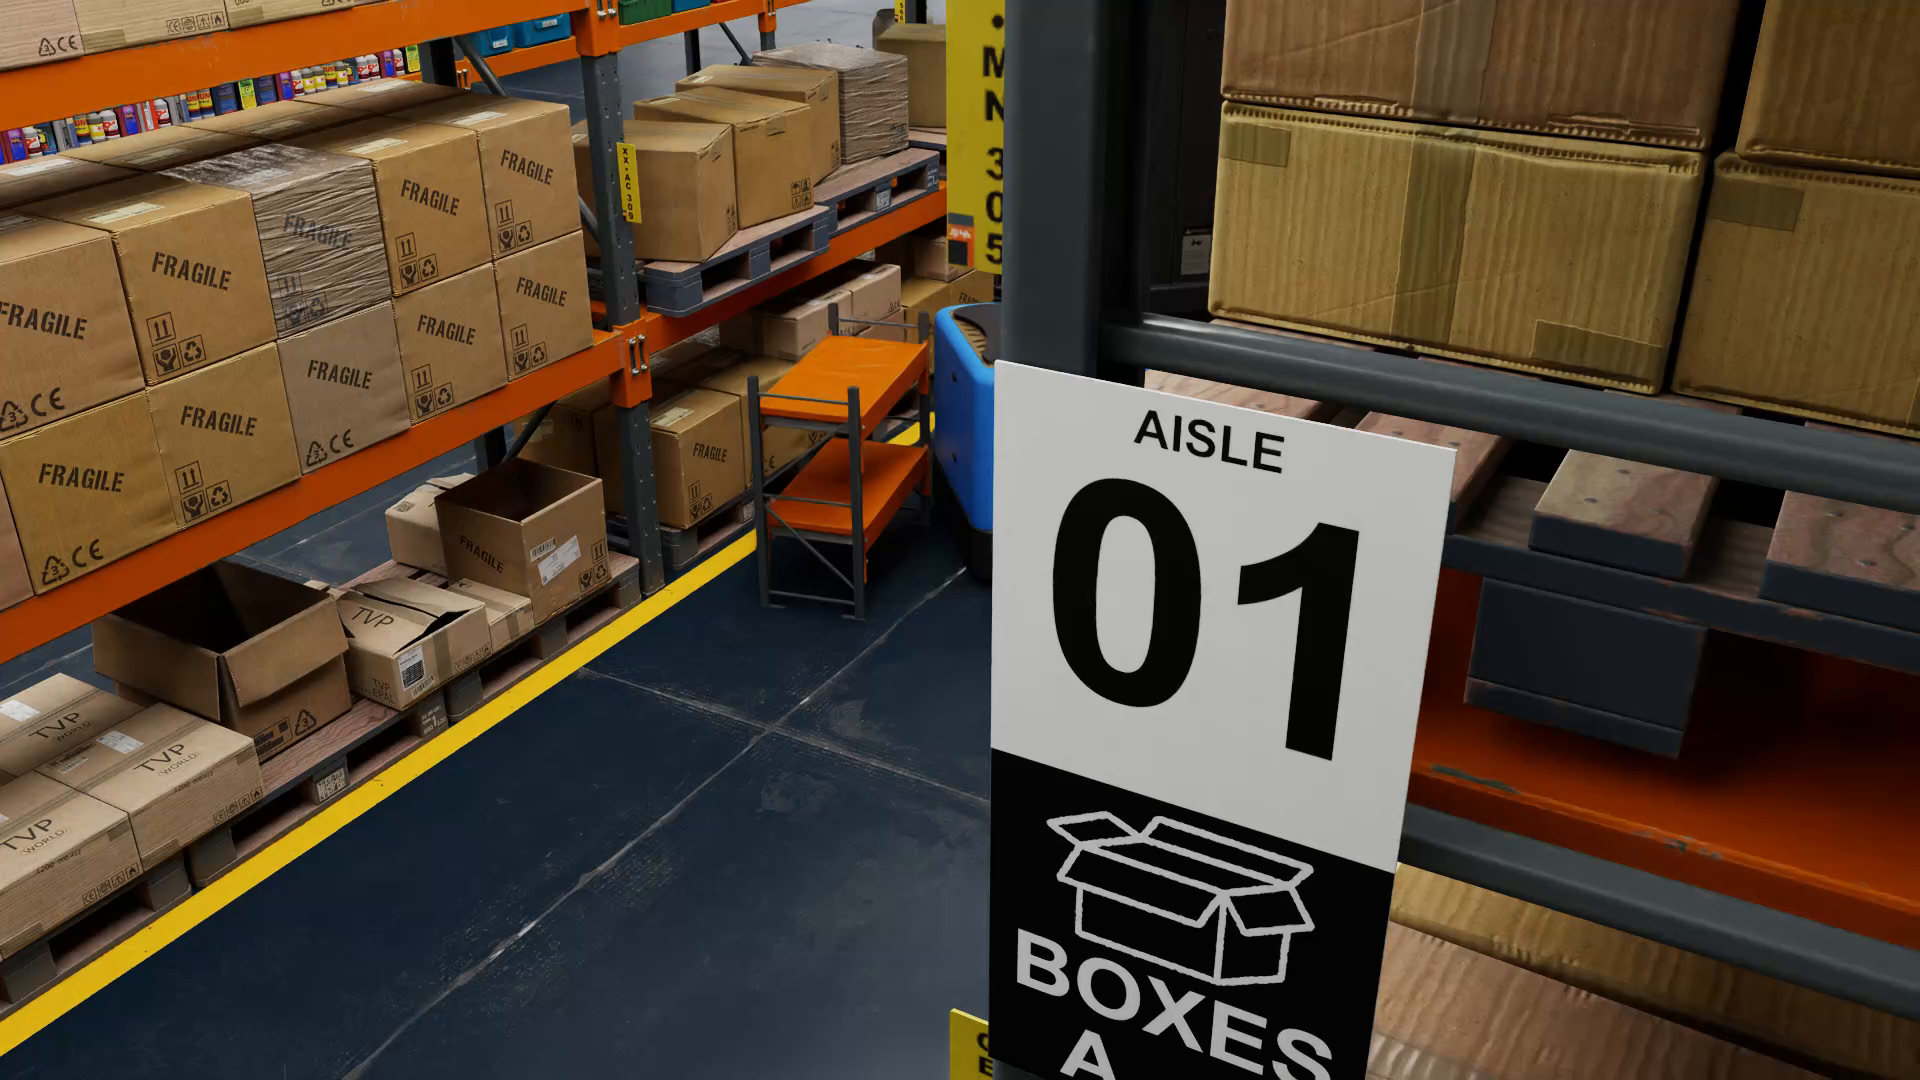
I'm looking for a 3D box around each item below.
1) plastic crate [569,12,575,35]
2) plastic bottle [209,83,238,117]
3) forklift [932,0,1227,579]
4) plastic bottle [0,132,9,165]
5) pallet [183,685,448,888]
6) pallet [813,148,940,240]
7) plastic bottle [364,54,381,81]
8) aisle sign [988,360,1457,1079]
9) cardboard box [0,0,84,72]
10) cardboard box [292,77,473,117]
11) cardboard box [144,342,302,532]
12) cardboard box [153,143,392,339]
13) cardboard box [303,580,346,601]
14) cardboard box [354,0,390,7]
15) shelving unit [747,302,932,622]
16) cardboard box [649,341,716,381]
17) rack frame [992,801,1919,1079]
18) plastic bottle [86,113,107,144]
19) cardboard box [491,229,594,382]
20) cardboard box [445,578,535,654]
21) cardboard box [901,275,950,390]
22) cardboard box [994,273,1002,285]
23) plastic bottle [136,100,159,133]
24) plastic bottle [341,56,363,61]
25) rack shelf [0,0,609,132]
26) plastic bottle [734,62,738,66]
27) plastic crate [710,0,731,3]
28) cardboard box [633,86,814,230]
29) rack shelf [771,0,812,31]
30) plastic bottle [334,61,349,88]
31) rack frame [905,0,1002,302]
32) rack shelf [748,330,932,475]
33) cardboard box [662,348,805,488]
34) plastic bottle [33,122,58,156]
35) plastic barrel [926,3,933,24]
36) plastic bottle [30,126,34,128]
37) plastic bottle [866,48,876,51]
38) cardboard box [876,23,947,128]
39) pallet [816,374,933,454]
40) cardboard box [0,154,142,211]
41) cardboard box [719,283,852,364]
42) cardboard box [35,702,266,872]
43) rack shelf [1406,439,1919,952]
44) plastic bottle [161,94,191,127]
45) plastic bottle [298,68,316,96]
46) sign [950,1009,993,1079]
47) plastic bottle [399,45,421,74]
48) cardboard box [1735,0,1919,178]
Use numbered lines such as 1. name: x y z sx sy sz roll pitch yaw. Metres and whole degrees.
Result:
1. plastic crate: -3.130 -4.448 13.714 0.402 0.464 0.583 14 30 26
2. plastic bottle: -4.852 -2.961 10.870 0.144 0.351 0.185 14 30 26
3. forklift: 1.433 -1.434 7.840 3.031 2.935 1.130 -6 27 -11
4. plastic bottle: -5.607 -2.295 9.614 0.061 0.283 0.133 14 30 26
5. pallet: -2.786 0.786 6.445 1.003 0.211 1.213 14 30 26
6. pallet: -0.833 -1.920 8.950 1.003 0.211 1.213 14 30 26
7. plastic bottle: -4.205 -3.386 11.885 0.097 0.201 0.097 0 27 0
8. aisle sign: 0.202 0.242 1.512 0.394 0.787 0.004 14 30 26
9. cardboard box: -2.840 -1.453 4.618 0.500 0.250 0.500 14 30 26
10. cardboard box: -2.325 -1.576 6.819 0.500 0.500 0.500 15 30 27
11. cardboard box: -2.622 -0.399 5.584 0.500 0.500 0.500 15 30 27
12. cardboard box: -2.369 -1.047 5.763 0.500 0.500 0.500 14 30 27
13. cardboard box: -2.660 0.319 6.935 0.380 0.166 0.250 14 30 26
14. cardboard box: -2.111 -2.040 5.791 0.500 0.250 0.500 14 30 26
15. shelving unit: -0.532 -0.390 7.772 0.538 1.125 1.048 7 27 14
16. cardboard box: -1.605 -0.731 8.661 0.500 0.500 0.500 14 30 26
17. rack frame: 0.499 1.442 2.018 1.000 3.000 0.127 14 30 26
18. plastic bottle: -5.291 -2.526 10.167 0.097 0.201 0.097 0 27 0
19. cardboard box: -1.871 -1.000 6.784 0.500 0.500 0.500 15 30 27
20. cardboard box: -2.014 0.316 6.962 0.380 0.149 0.250 14 30 26
21. cardboard box: -0.391 -1.226 9.650 0.500 0.500 0.500 13 29 24
22. cardboard box: 0.166 -1.982 11.461 0.500 0.250 0.500 15 30 27
23. plastic bottle: -5.144 -2.700 10.432 0.152 0.276 0.135 14 30 26
24. plastic bottle: -4.553 -3.671 12.371 0.152 0.276 0.135 14 30 26
25. rack shelf: -2.832 -1.446 5.241 1.077 0.370 4.000 14 30 26
26. plastic bottle: -2.274 -4.658 16.748 0.061 0.283 0.133 16 31 29
27. plastic crate: -2.195 -5.189 15.193 0.402 0.464 0.583 14 30 26
28. cardboard box: -1.138 -1.856 8.026 0.700 0.500 0.500 20 33 34
29. rack shelf: -1.240 -5.874 17.437 1.077 0.370 4.000 14 30 26
30. plastic bottle: -4.349 -3.272 11.658 0.097 0.201 0.097 0 27 0
31. rack frame: 0.119 -2.765 10.423 1.000 3.000 0.127 14 30 26
32. rack shelf: -0.532 -0.652 7.641 0.538 0.278 1.000 7 27 14
33. cardboard box: -1.146 -0.630 8.459 0.500 0.500 0.500 15 30 27
34. plastic bottle: -5.453 -2.429 9.895 0.097 0.271 0.097 0 27 0
35. plastic barrel: -0.513 -5.777 18.750 0.421 0.512 0.421 0 27 0
36. plastic bottle: -5.866 -2.675 10.298 0.144 0.351 0.185 14 30 26
37. plastic bottle: -0.925 -5.049 17.537 0.152 0.276 0.135 14 30 26
38. cardboard box: -0.092 -2.727 9.767 0.700 0.500 0.500 5 27 9
39. pallet: -0.882 -0.762 9.536 1.003 0.211 1.213 14 30 26
40. cardboard box: -3.085 -0.973 5.615 0.500 0.500 0.500 15 30 28
41. cardboard box: -0.906 -1.145 8.650 0.500 0.250 0.500 14 30 26
42. cardboard box: -2.810 0.846 5.789 0.500 0.250 0.500 14 30 26
43. rack shelf: 1.482 -0.357 3.065 1.077 0.370 4.000 14 30 26
44. plastic bottle: -5.030 -2.791 10.613 0.152 0.276 0.135 14 30 26
45. plastic bottle: -4.492 -3.158 11.430 0.097 0.201 0.097 0 27 0
46. sign: 0.033 0.693 1.956 0.100 0.325 0.005 14 30 26
47. plastic bottle: -4.019 -3.554 12.128 0.061 0.283 0.133 14 30 26
48. cardboard box: 1.068 -0.631 1.558 0.500 0.500 0.500 13 29 24
